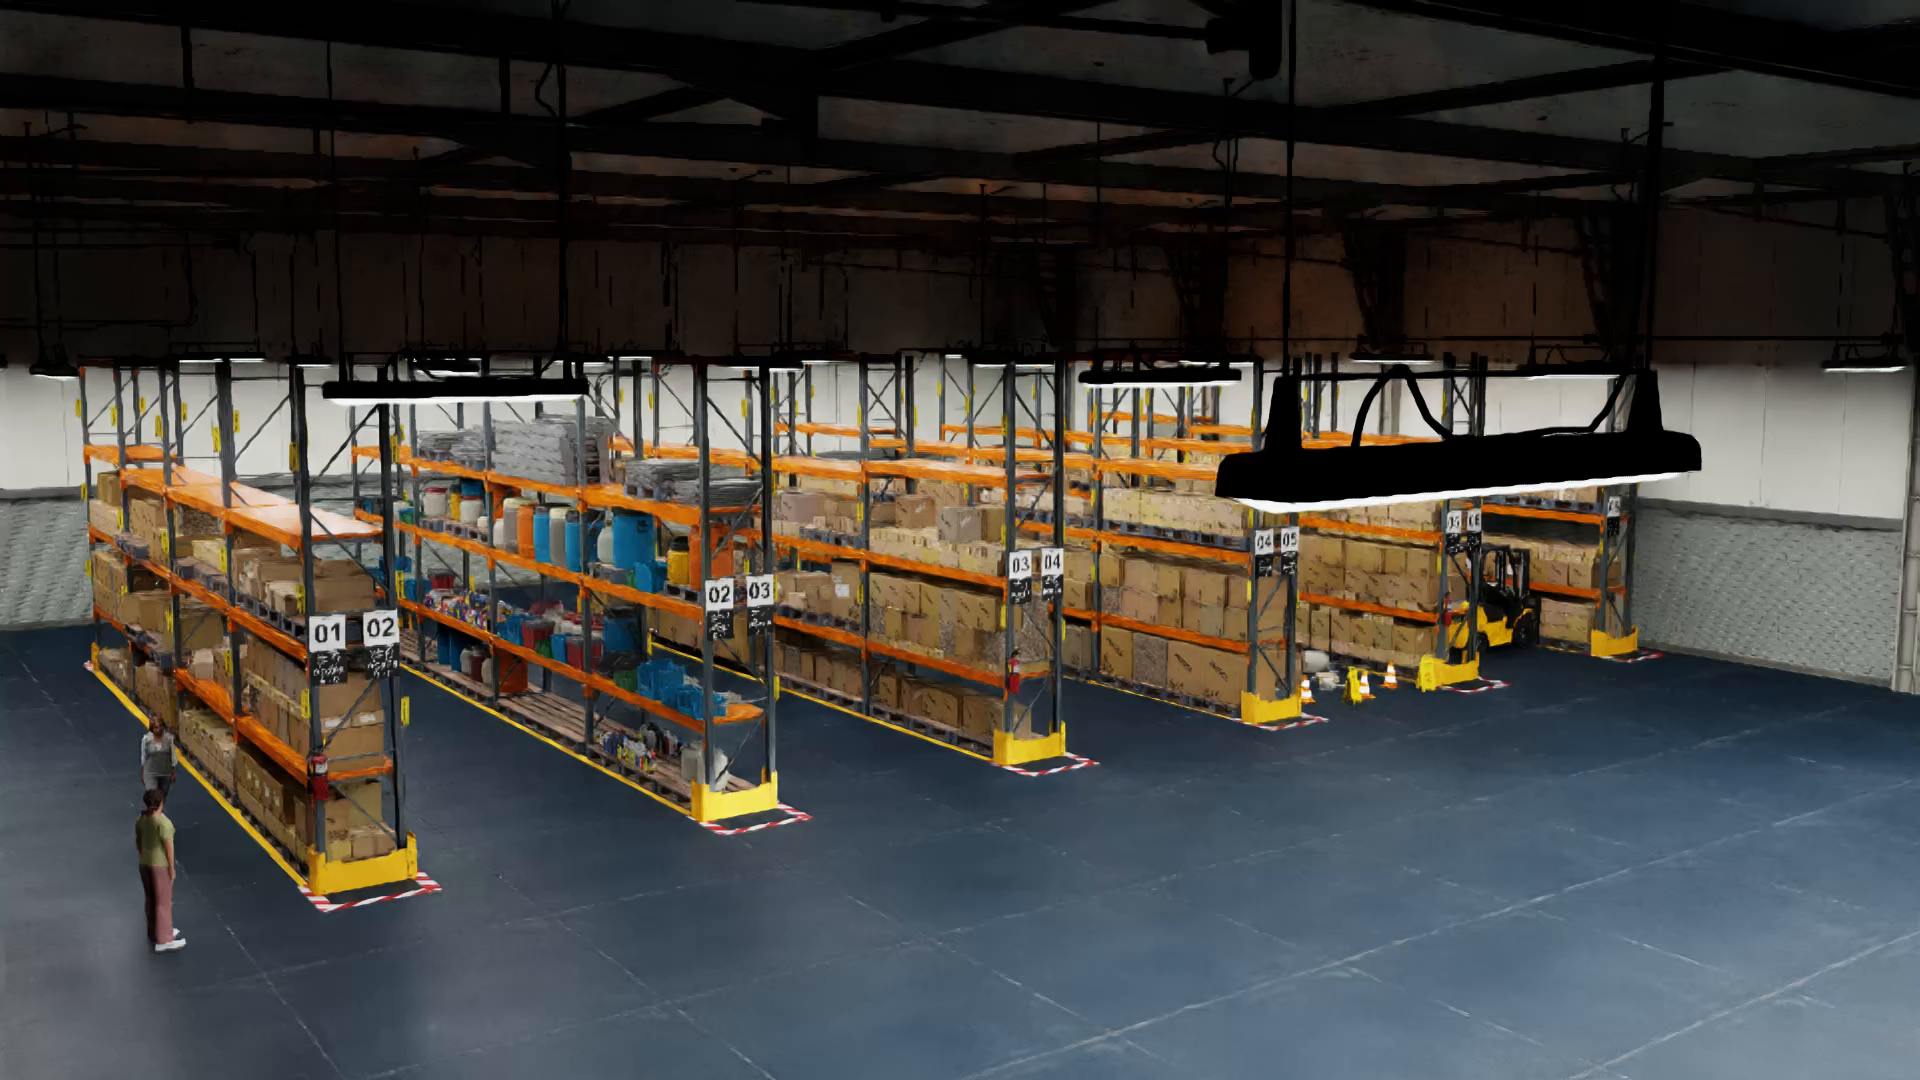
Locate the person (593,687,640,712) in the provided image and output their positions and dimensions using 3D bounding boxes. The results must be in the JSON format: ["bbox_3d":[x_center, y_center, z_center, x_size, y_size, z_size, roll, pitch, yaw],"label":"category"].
[{"bbox_3d":[-5.904,2.118,28.144,0.828,1.606,0.621,5,9,37],"label":"person"}]

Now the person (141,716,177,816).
[{"bbox_3d":[-10.271,2.983,21.352,0.415,1.517,1.041,-5,9,-37],"label":"person"}]

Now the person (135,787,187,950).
[{"bbox_3d":[-8.320,3.394,17.323,0.499,1.677,0.432,3,8,25],"label":"person"}]

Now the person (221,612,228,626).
[{"bbox_3d":[-16.284,1.169,36.453,0.492,1.516,0.765,2,7,12],"label":"person"}]
